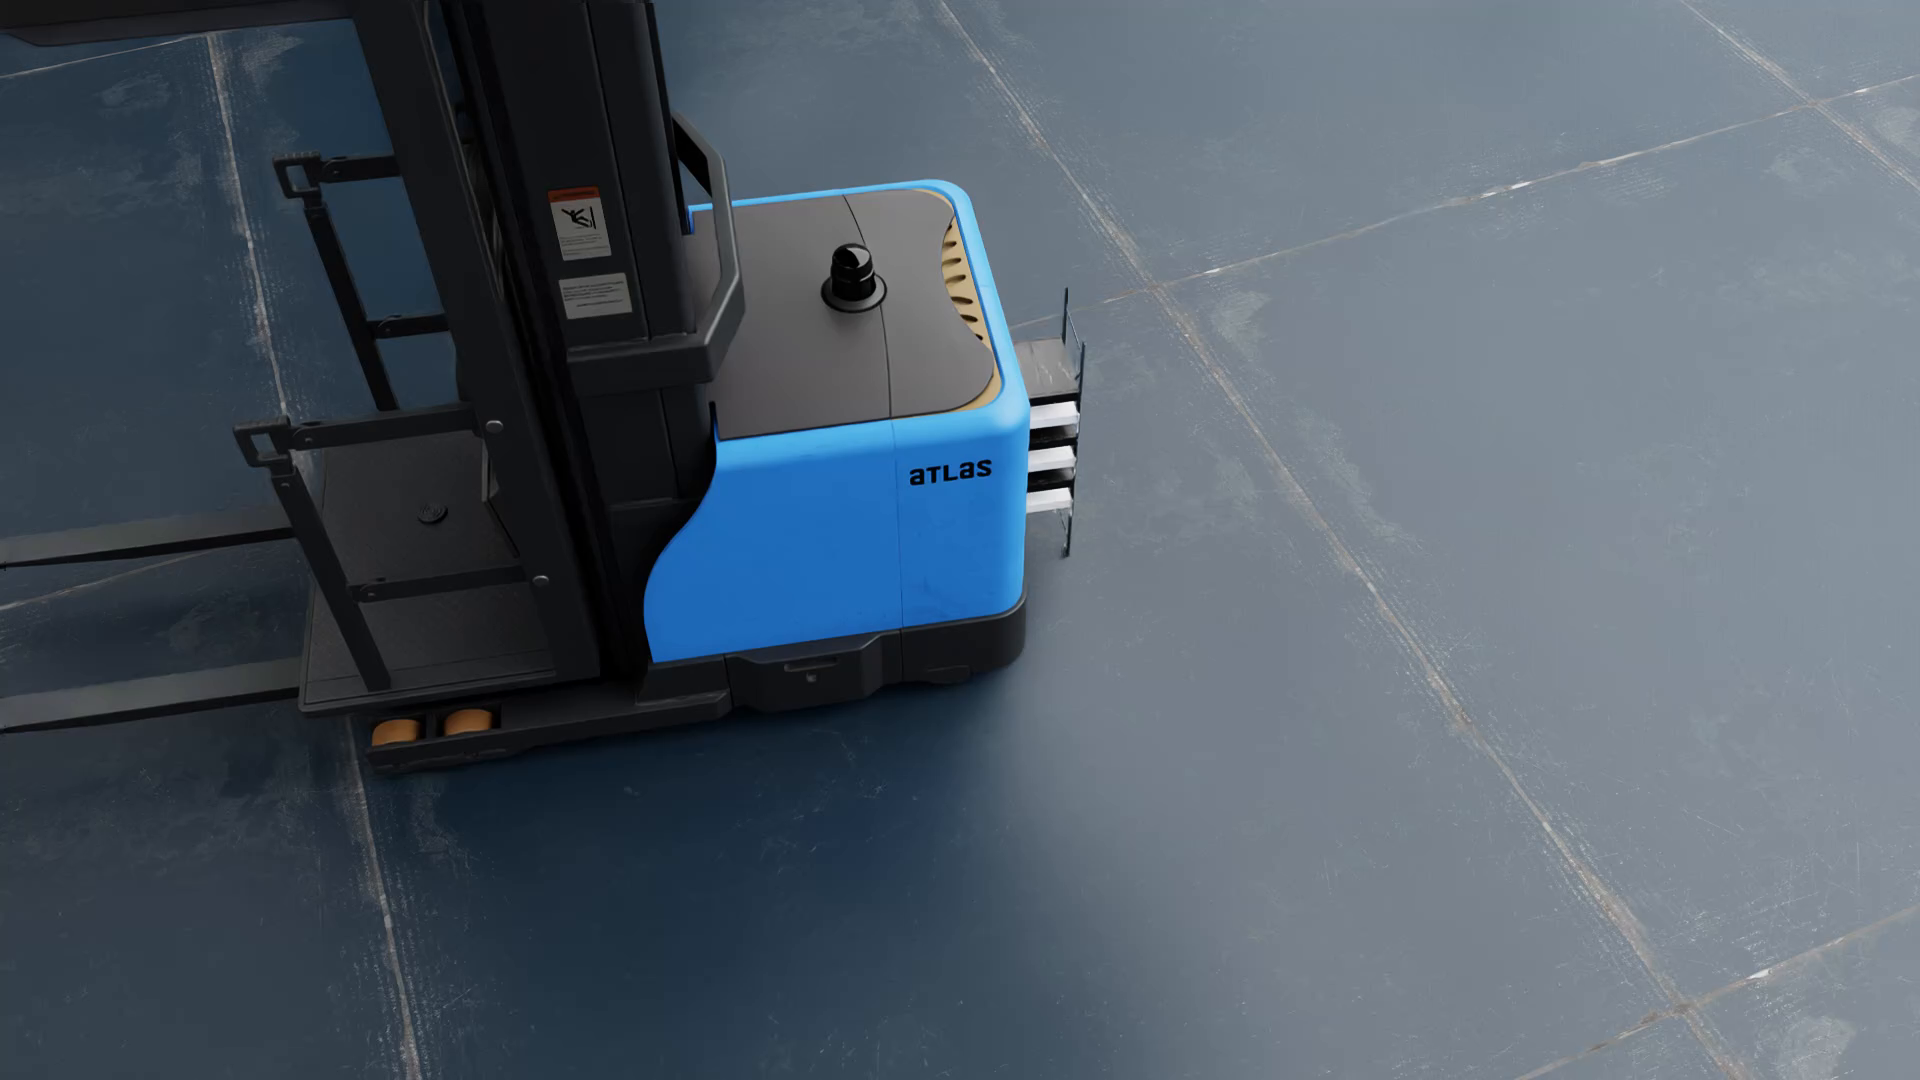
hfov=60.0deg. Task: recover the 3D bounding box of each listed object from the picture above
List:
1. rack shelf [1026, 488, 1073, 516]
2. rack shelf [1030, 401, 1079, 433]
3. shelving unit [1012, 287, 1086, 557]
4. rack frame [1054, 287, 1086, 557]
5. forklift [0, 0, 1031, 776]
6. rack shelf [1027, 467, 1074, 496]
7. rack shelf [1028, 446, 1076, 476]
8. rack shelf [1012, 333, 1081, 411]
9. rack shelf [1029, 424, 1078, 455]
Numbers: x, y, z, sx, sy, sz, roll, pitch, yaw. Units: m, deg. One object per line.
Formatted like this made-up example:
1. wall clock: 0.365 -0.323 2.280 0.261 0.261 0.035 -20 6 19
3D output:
1. rack shelf: 0.219 -0.176 5.089 0.200 0.077 0.258 -8 50 -7
2. rack shelf: 0.219 -0.411 4.816 0.200 0.077 0.258 -8 50 -7
3. shelving unit: 0.219 -0.315 4.927 0.210 0.900 0.258 -8 50 -7
4. rack frame: 0.319 -0.329 4.939 0.006 0.900 0.240 -8 50 -7
5. forklift: -1.376 -0.736 3.950 3.031 2.935 1.130 -8 50 -7
6. rack shelf: 0.219 -0.235 5.021 0.200 0.077 0.258 -8 50 -7
7. rack shelf: 0.219 -0.293 4.953 0.200 0.077 0.258 -8 50 -7
8. rack shelf: 0.219 -0.469 4.748 0.200 0.077 0.258 -8 50 -7
9. rack shelf: 0.219 -0.352 4.885 0.200 0.077 0.258 -8 50 -7
